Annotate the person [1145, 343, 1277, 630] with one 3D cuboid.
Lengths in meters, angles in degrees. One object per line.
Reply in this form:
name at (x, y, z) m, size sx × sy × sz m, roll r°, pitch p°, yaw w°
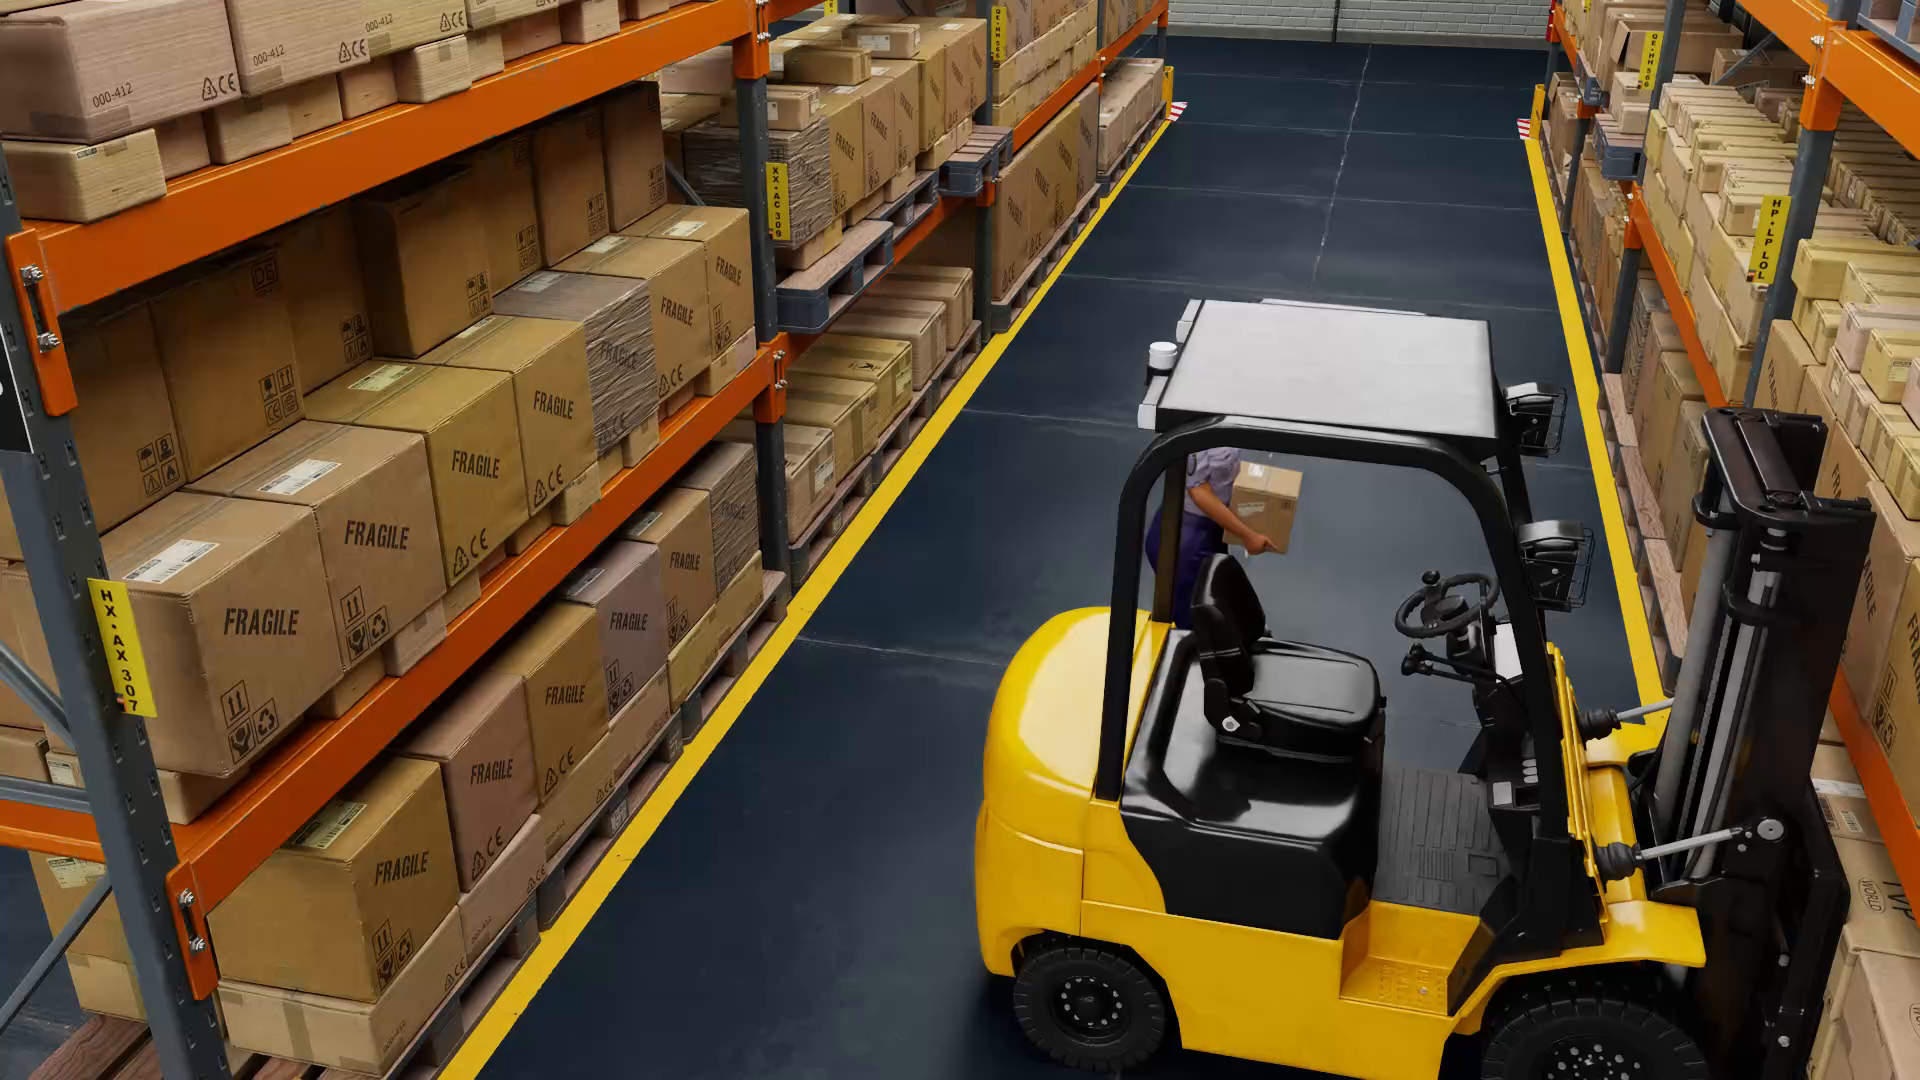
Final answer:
person at (1.007, 0.008, 6.623) m, size 0.516 × 1.634 × 0.452 m, roll 6°, pitch 26°, yaw 13°
